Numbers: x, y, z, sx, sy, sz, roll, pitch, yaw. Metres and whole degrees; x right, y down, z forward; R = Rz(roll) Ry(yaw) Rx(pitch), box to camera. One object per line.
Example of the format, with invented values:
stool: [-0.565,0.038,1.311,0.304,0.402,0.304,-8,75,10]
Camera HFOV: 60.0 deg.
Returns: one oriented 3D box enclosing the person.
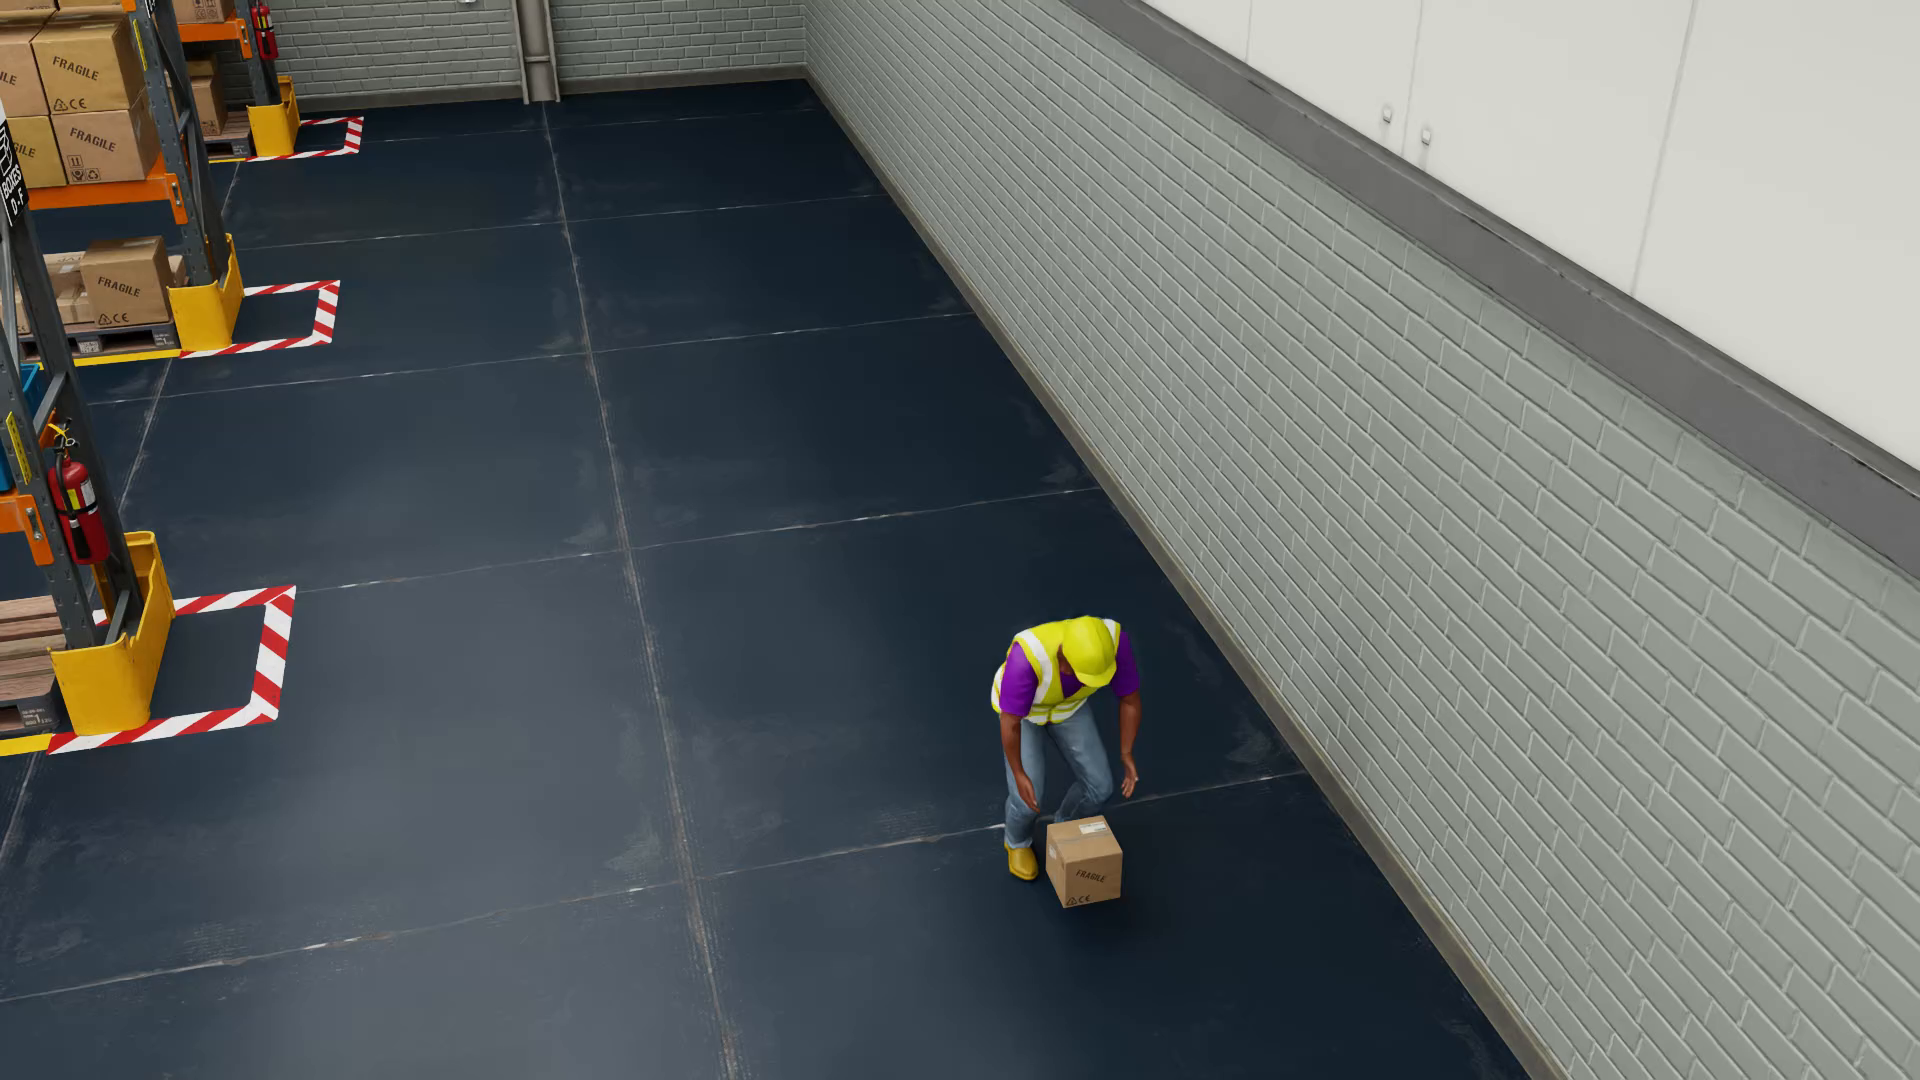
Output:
person: [0.445,0.816,7.142,0.631,1.431,0.745,-8,31,-13]
